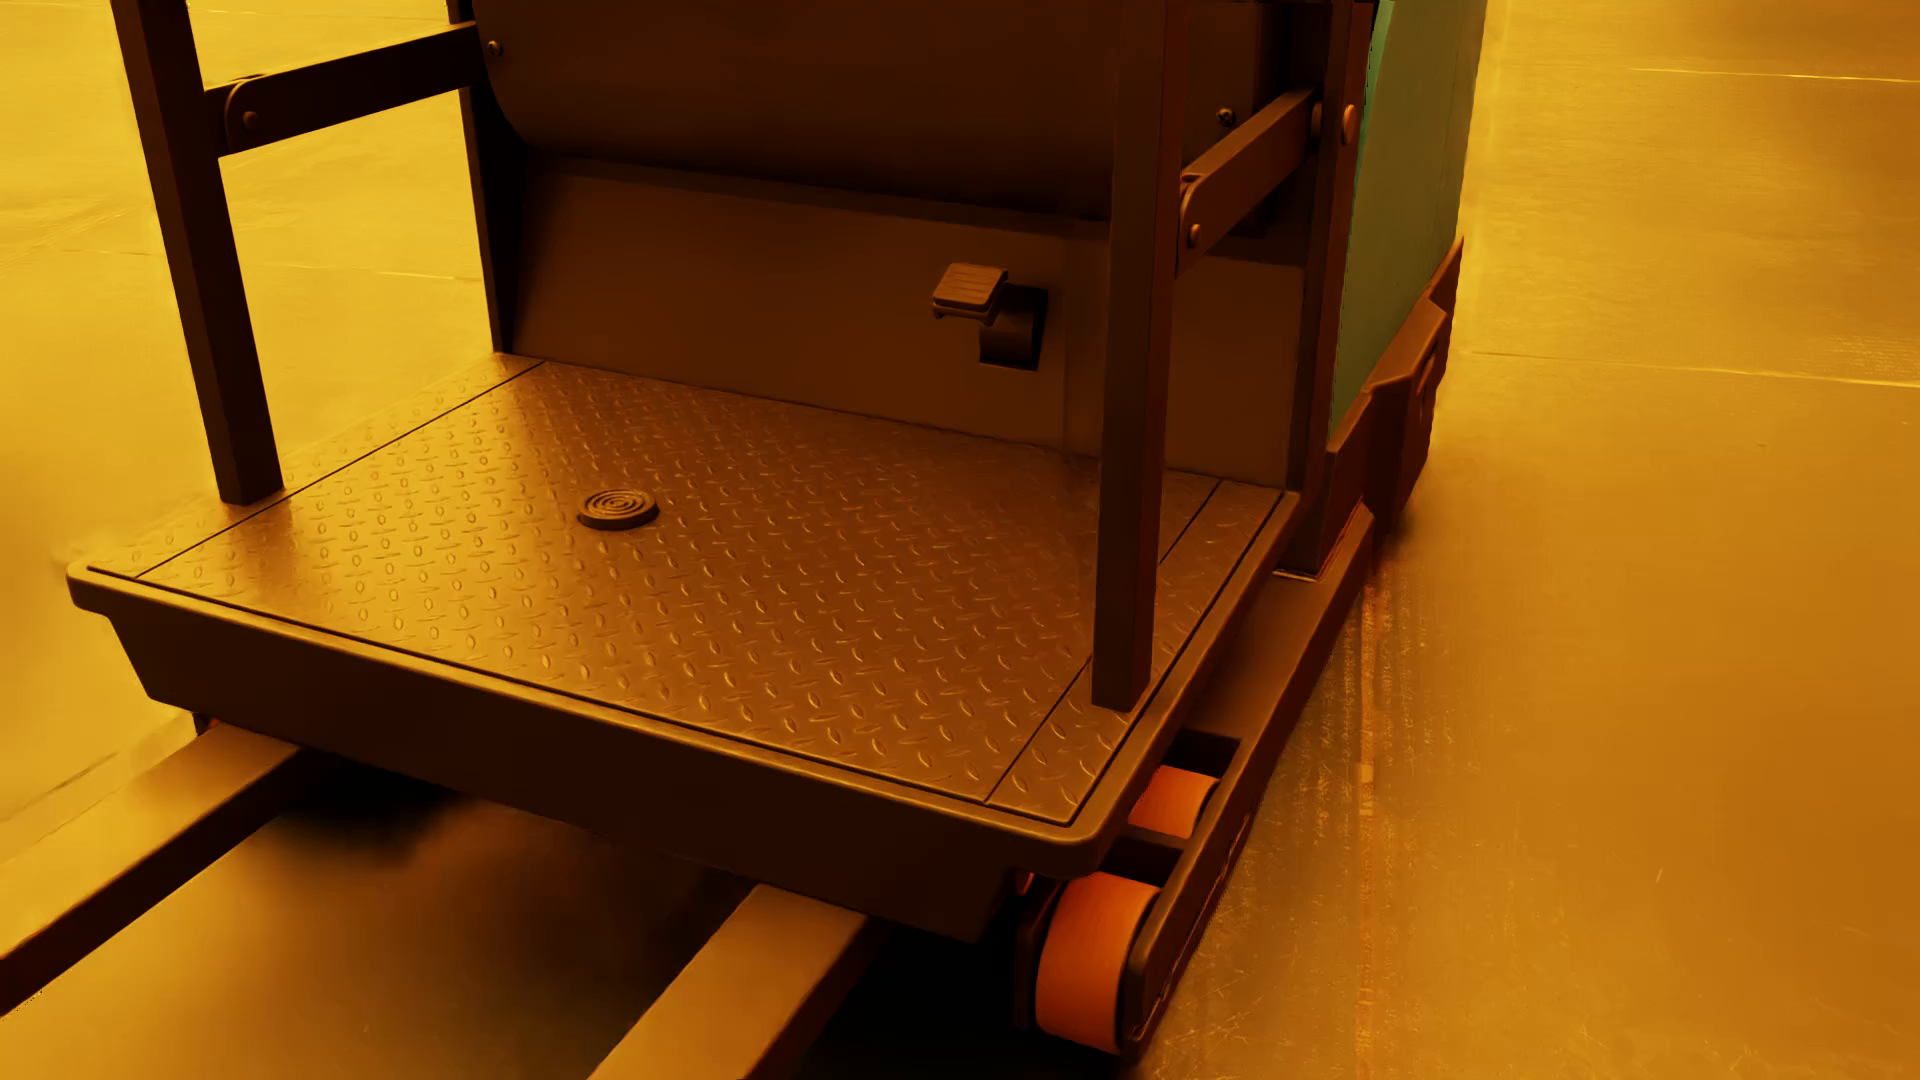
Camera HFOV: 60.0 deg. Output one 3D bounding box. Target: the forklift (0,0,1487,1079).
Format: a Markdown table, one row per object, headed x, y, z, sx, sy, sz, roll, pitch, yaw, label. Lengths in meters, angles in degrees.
| x | y | z | sx | sy | sz | roll | pitch | yaw | label |
| --- | --- | --- | --- | --- | --- | --- | --- | --- | --- |
| -0.205 | -1.053 | 1.334 | 1.130 | 2.935 | 3.031 | 11 | 29 | 21 | forklift |
